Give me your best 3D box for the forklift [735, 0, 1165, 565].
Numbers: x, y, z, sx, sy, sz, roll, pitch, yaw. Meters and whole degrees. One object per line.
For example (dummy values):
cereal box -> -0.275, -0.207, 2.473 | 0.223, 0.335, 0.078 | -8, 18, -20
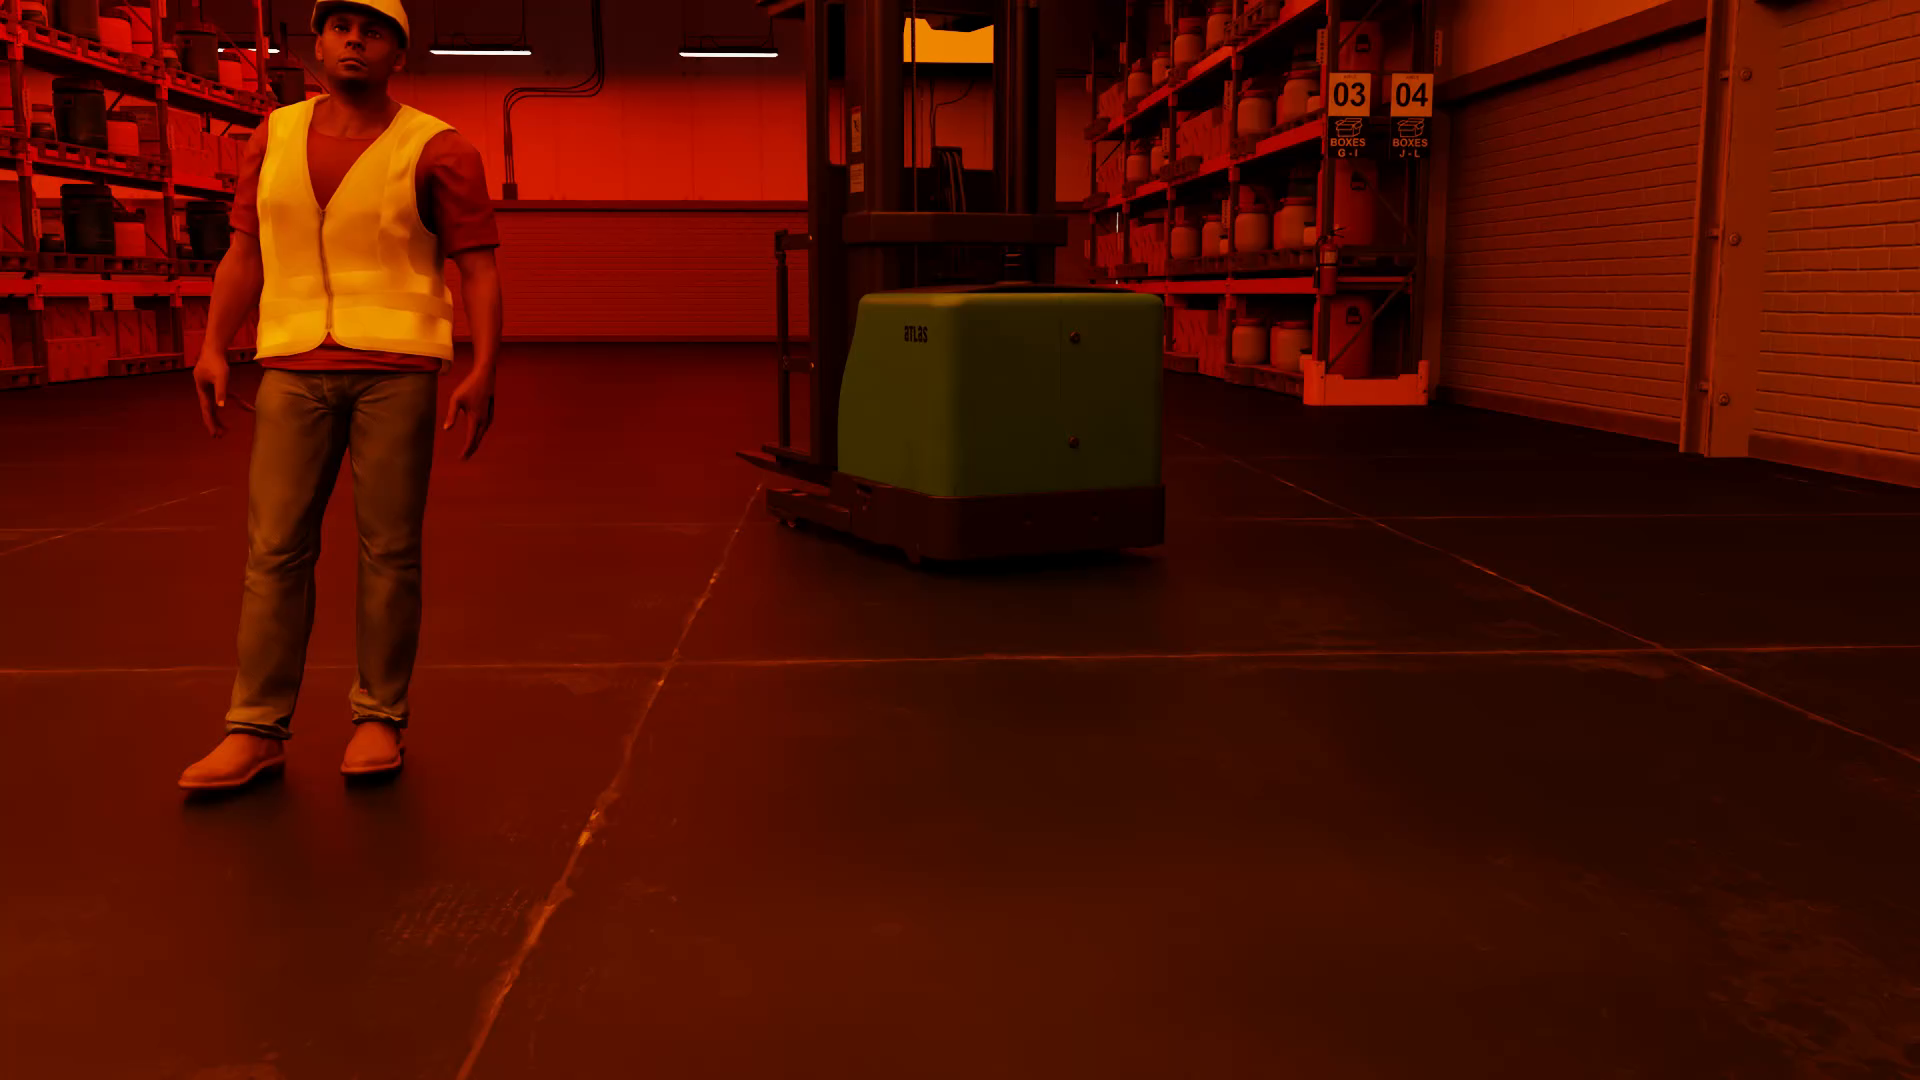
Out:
forklift -> -0.264, -1.530, 7.637 | 1.130, 2.935, 3.031 | -4, 9, -25

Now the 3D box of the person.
person -> -1.367, -0.360, 3.673 | 0.665, 1.767, 0.576 | 0, 8, 0
